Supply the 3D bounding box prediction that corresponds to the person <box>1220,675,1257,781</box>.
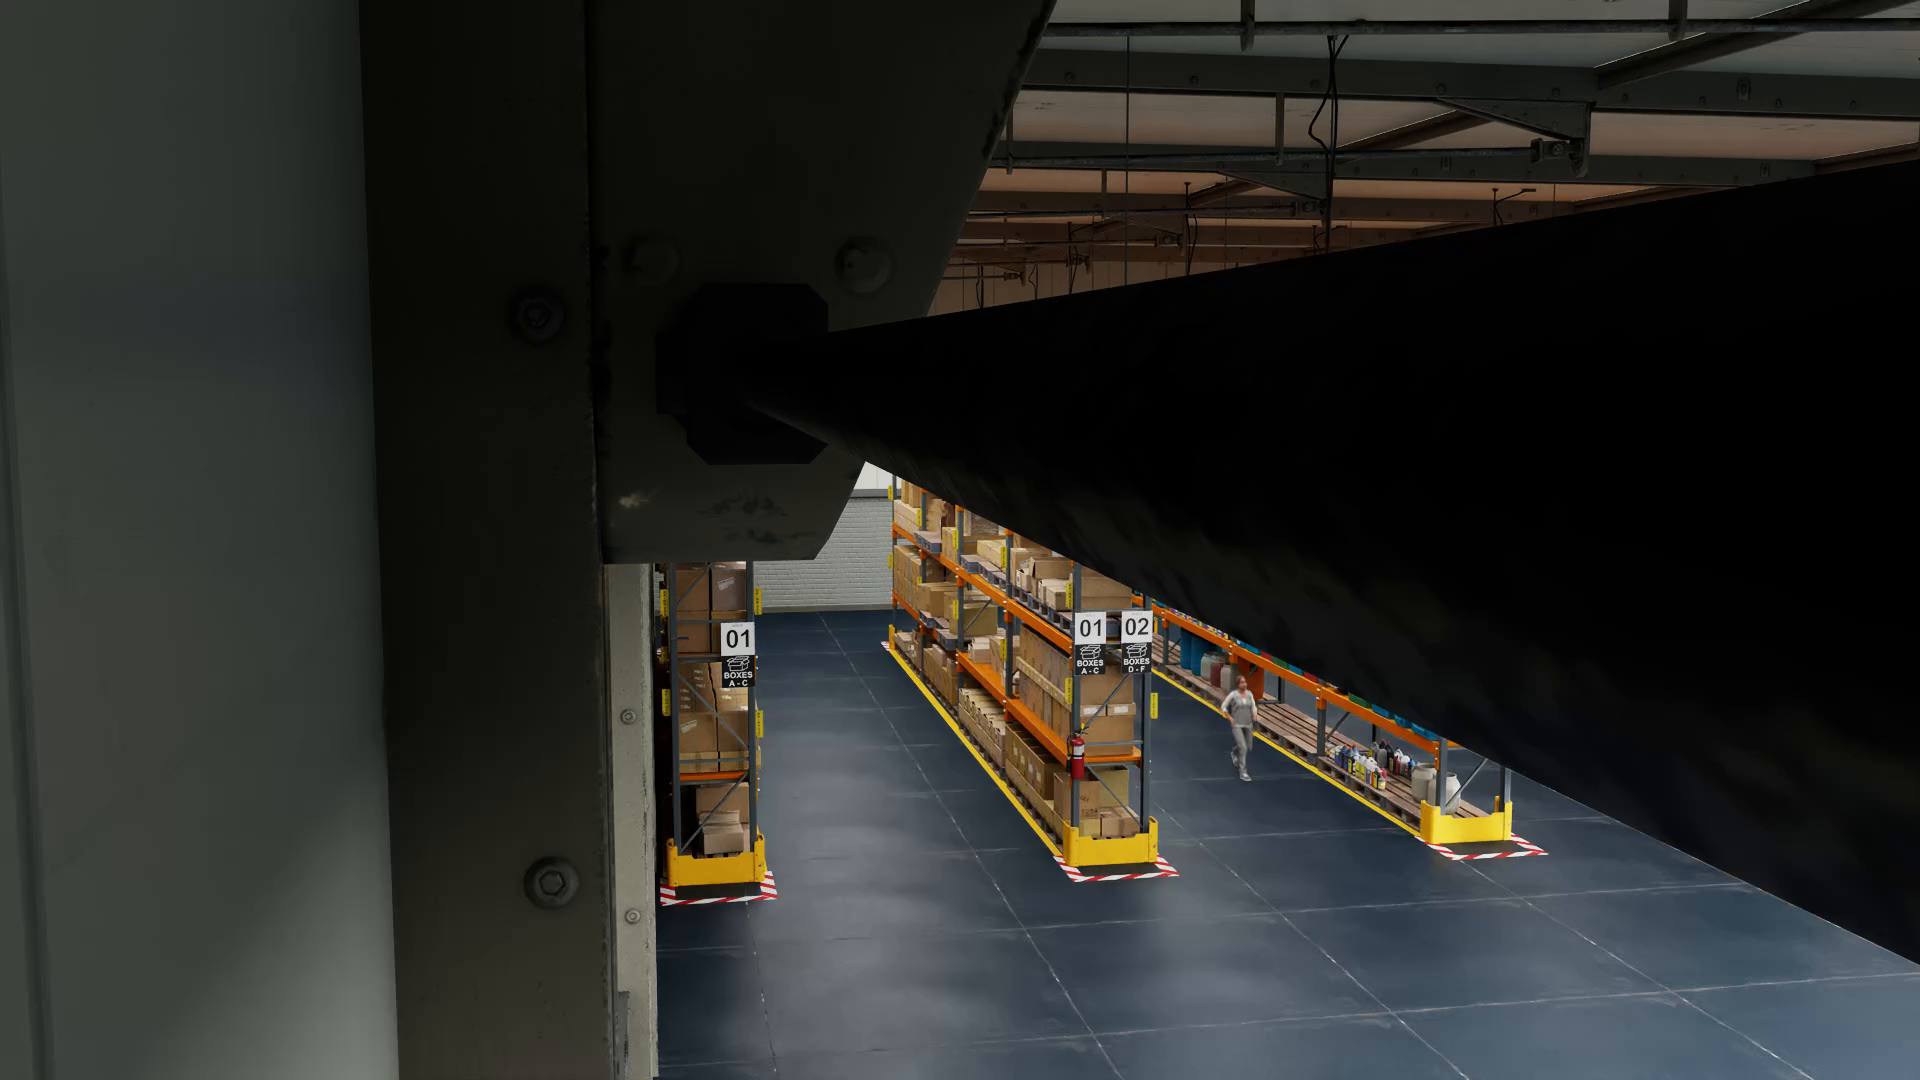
[{"bbox_3d":[4.246,2.826,25.255,0.546,1.561,0.743,-2,6,-17],"label":"person"}]
